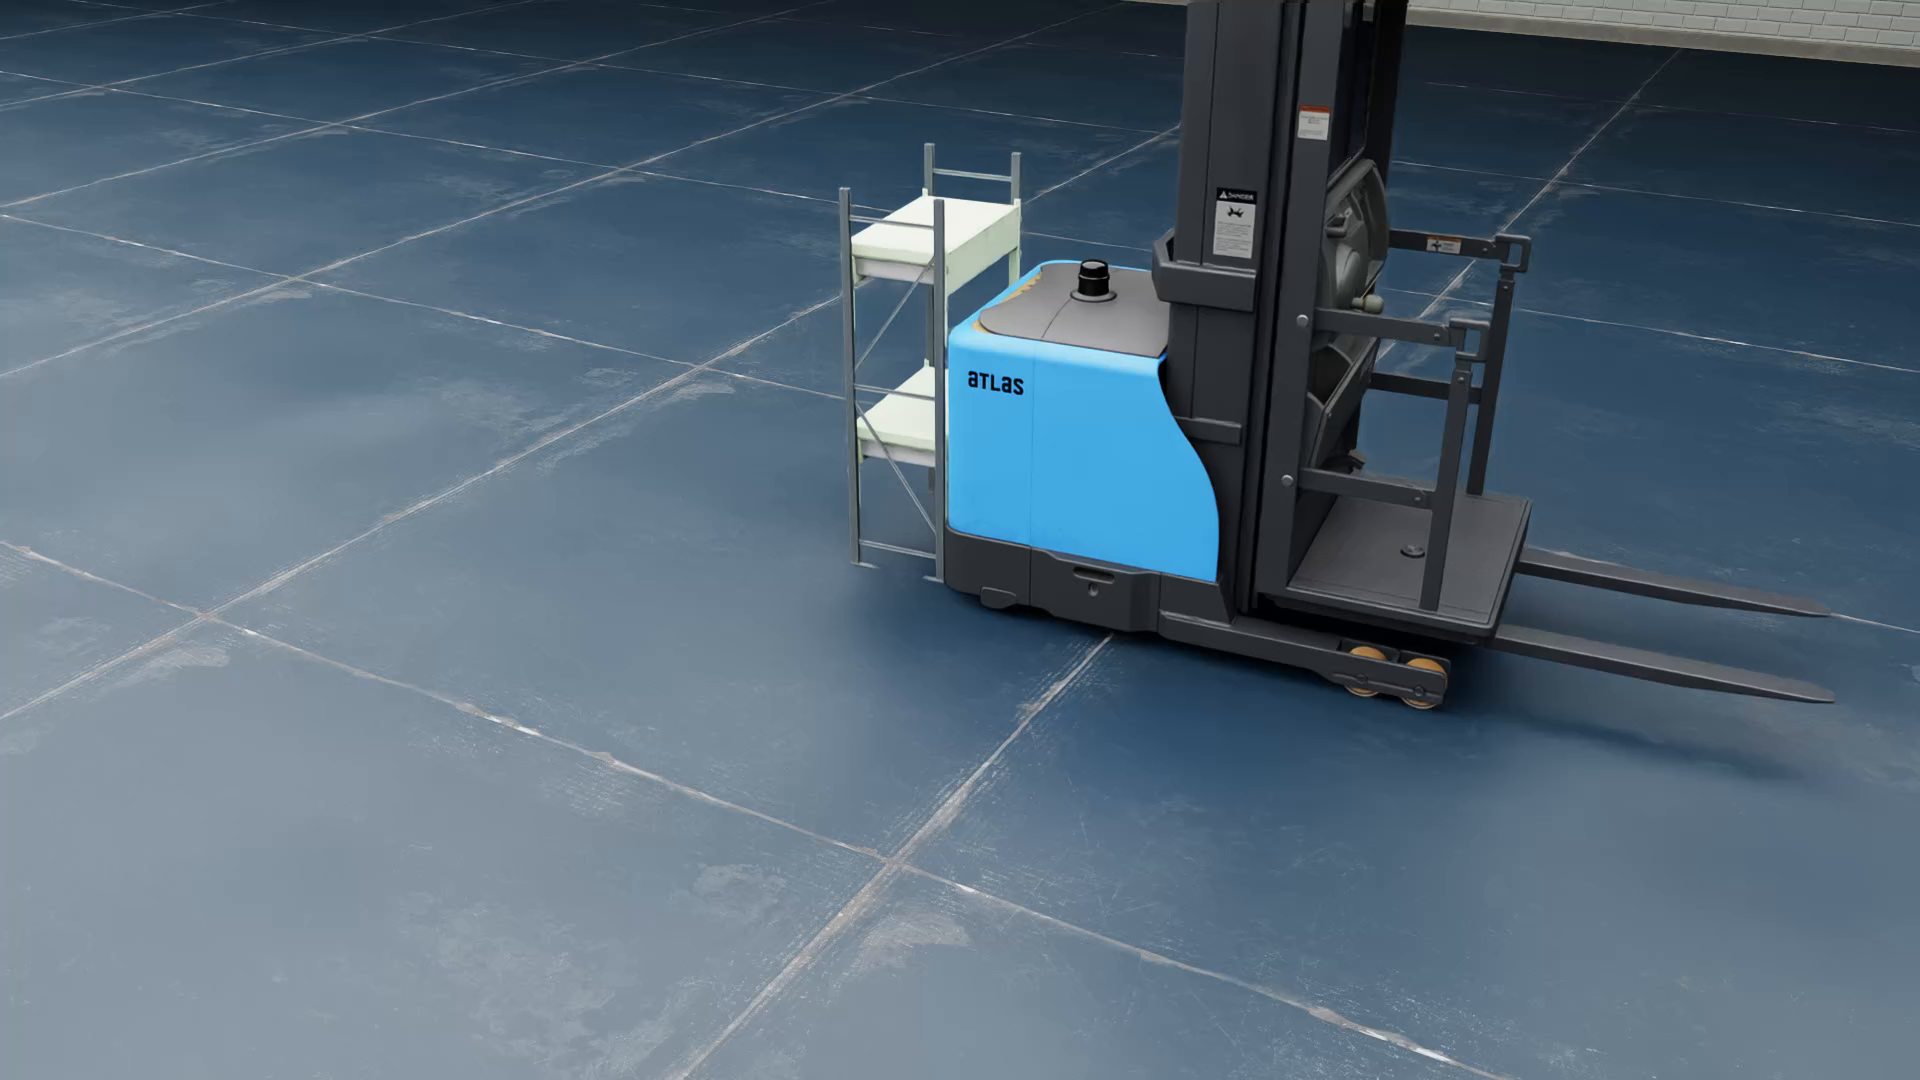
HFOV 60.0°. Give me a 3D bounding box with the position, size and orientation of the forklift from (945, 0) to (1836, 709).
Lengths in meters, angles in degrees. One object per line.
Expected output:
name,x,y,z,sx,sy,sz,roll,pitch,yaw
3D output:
forklift,1.506,-1.012,5.497,3.031,2.935,1.130,11,29,21

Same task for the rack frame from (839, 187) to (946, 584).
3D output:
rack frame,-0.241,-0.542,6.157,0.400,1.500,0.023,11,29,21

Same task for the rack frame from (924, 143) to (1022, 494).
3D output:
rack frame,0.049,-0.843,6.758,0.400,1.500,0.023,11,29,21

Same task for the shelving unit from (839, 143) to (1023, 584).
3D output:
shelving unit,-0.096,-0.692,6.457,0.431,1.500,0.755,11,29,21

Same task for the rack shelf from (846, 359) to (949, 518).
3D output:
rack shelf,-0.096,-0.401,6.603,0.431,0.370,0.720,11,29,21

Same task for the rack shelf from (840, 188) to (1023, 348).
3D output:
rack shelf,-0.096,-1.041,6.282,0.431,0.370,0.720,11,29,21
